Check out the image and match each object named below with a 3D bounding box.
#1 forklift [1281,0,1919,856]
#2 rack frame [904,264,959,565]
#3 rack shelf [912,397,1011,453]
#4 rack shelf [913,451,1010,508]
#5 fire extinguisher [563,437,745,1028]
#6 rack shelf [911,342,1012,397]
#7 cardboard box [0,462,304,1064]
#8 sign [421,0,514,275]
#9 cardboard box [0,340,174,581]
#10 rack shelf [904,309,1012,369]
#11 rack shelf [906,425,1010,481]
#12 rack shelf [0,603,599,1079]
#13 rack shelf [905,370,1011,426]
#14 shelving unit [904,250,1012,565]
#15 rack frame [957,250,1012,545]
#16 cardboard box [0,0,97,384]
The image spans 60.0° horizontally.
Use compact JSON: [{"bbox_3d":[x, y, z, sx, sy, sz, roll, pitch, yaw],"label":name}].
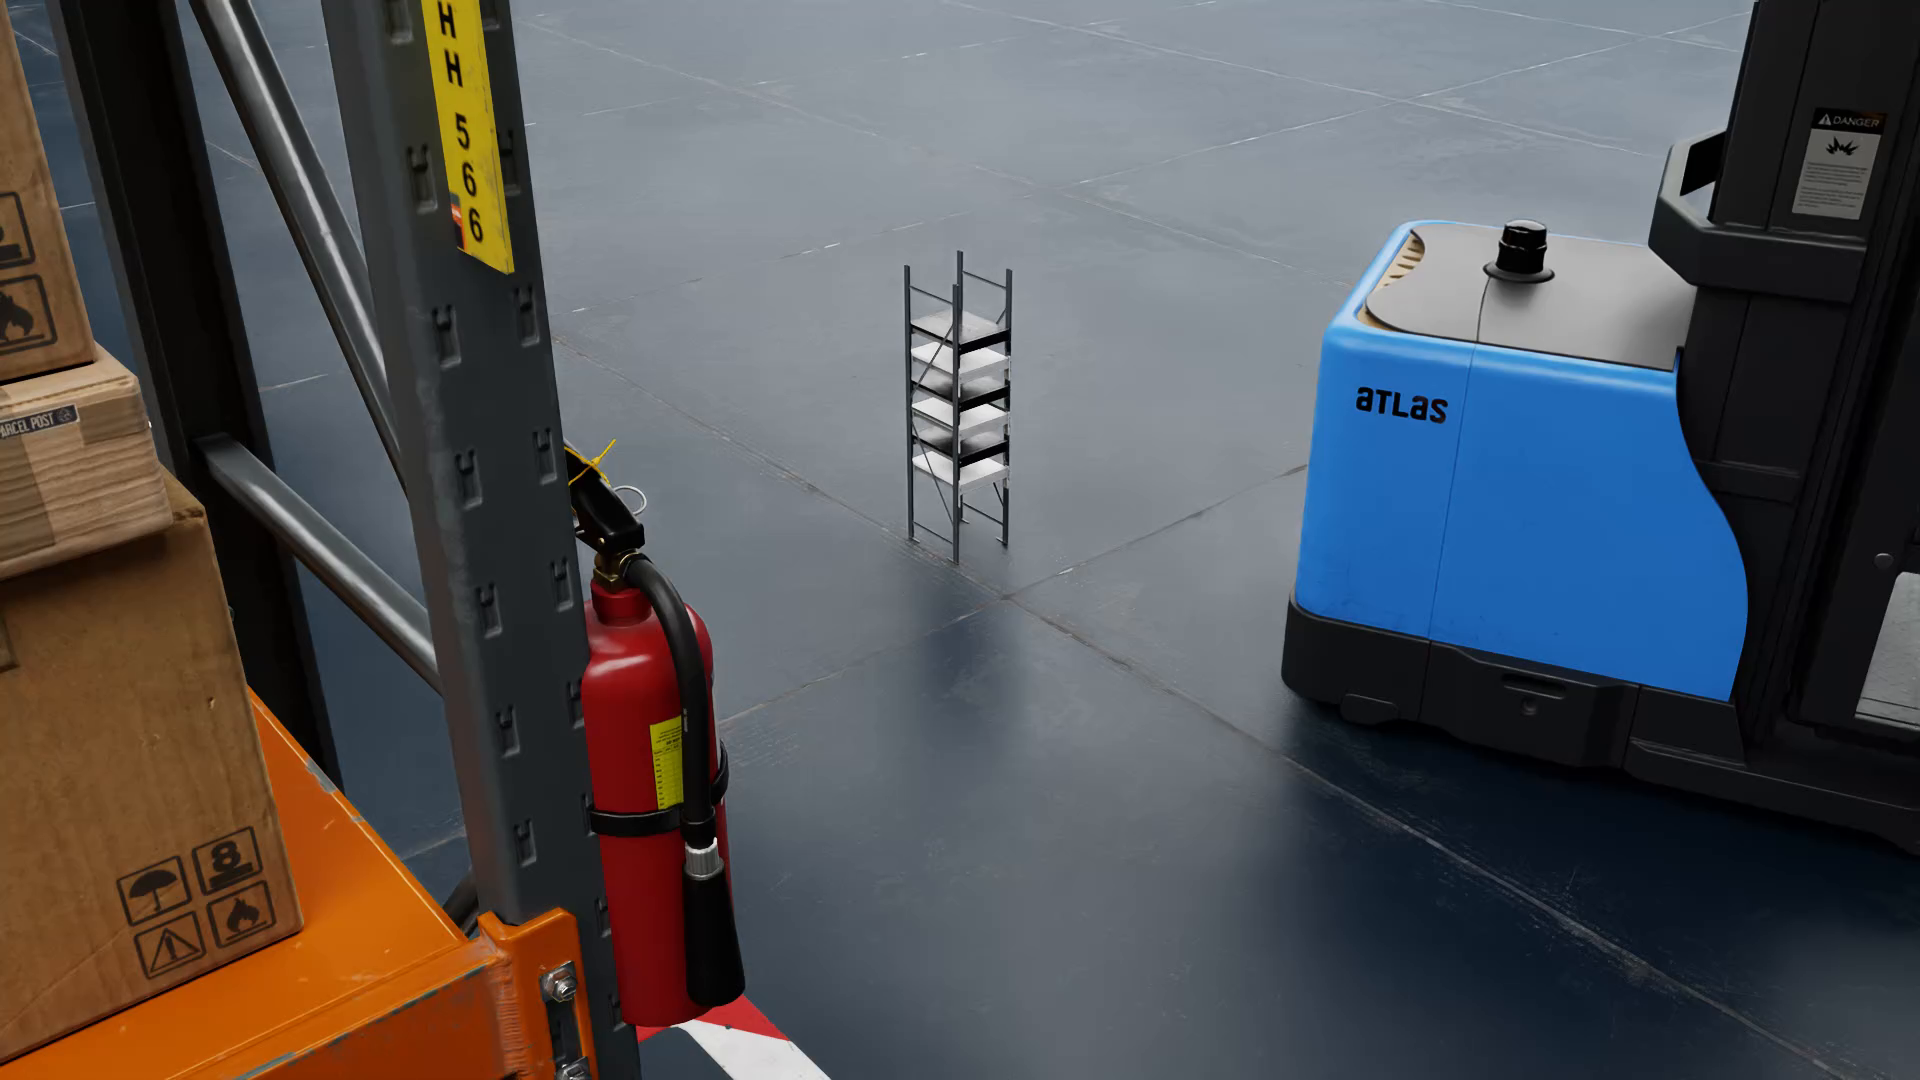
[{"bbox_3d":[2.415,-0.772,3.586,3.031,2.935,1.130,12,30,21],"label":"forklift"},{"bbox_3d":[-0.084,-0.363,4.975,0.006,0.900,0.240,-22,35,-35],"label":"rack frame"},{"bbox_3d":[-0.006,-0.365,5.049,0.200,0.077,0.258,-22,35,-35],"label":"rack shelf"},{"bbox_3d":[-0.006,-0.206,5.134,0.200,0.077,0.258,-22,35,-35],"label":"rack shelf"},{"bbox_3d":[-0.340,0.208,1.760,0.183,0.674,0.296,-22,35,-35],"label":"fire extinguisher"},{"bbox_3d":[-0.006,-0.524,4.964,0.200,0.077,0.258,-22,35,-35],"label":"rack shelf"},{"bbox_3d":[-1.095,0.138,1.703,0.500,0.500,0.700,-22,35,-35],"label":"cardboard box"},{"bbox_3d":[-0.390,-0.373,1.285,0.005,0.325,0.100,-22,35,-35],"label":"sign"},{"bbox_3d":[-0.899,-0.101,1.463,0.250,0.149,0.380,-23,35,-36],"label":"cardboard box"},{"bbox_3d":[-0.006,-0.603,4.922,0.200,0.077,0.258,-22,35,-35],"label":"rack shelf"},{"bbox_3d":[-0.006,-0.286,5.091,0.200,0.077,0.258,-22,35,-35],"label":"rack shelf"},{"bbox_3d":[-2.253,0.973,1.010,4.000,0.370,1.077,-22,35,-35],"label":"rack shelf"},{"bbox_3d":[-0.006,-0.444,5.007,0.200,0.077,0.258,-22,35,-35],"label":"rack shelf"},{"bbox_3d":[-0.006,-0.394,5.033,0.210,0.900,0.258,-22,35,-35],"label":"shelving unit"},{"bbox_3d":[0.071,-0.426,5.091,0.006,0.900,0.240,-22,35,-35],"label":"rack frame"},{"bbox_3d":[-1.135,-0.418,1.367,0.500,0.500,0.700,-22,35,-35],"label":"cardboard box"}]
